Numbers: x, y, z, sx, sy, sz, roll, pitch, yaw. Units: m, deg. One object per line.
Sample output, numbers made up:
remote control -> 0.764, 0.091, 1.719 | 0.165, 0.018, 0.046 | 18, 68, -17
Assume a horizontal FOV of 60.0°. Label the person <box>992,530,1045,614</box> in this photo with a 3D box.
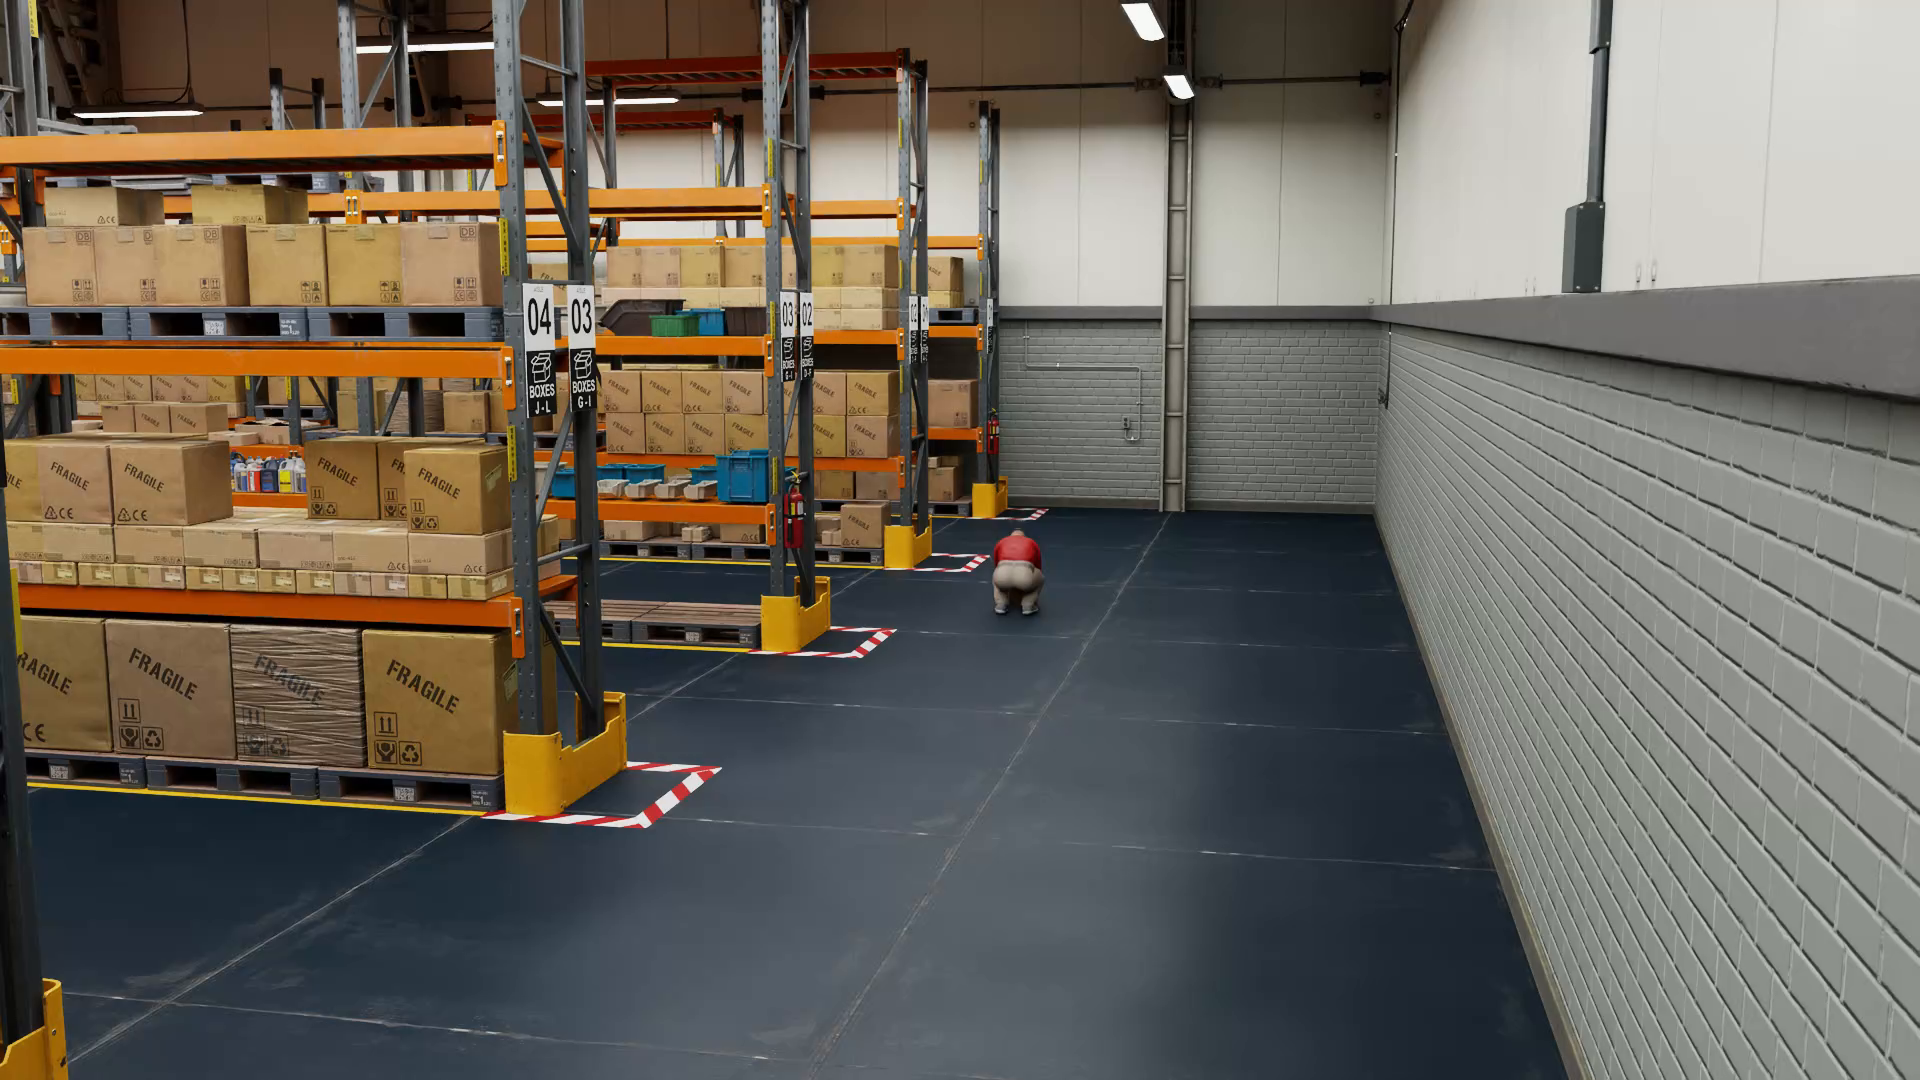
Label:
person -> 0.588, 0.374, 16.971 | 0.544, 0.859, 0.895 | 1, 8, 11
